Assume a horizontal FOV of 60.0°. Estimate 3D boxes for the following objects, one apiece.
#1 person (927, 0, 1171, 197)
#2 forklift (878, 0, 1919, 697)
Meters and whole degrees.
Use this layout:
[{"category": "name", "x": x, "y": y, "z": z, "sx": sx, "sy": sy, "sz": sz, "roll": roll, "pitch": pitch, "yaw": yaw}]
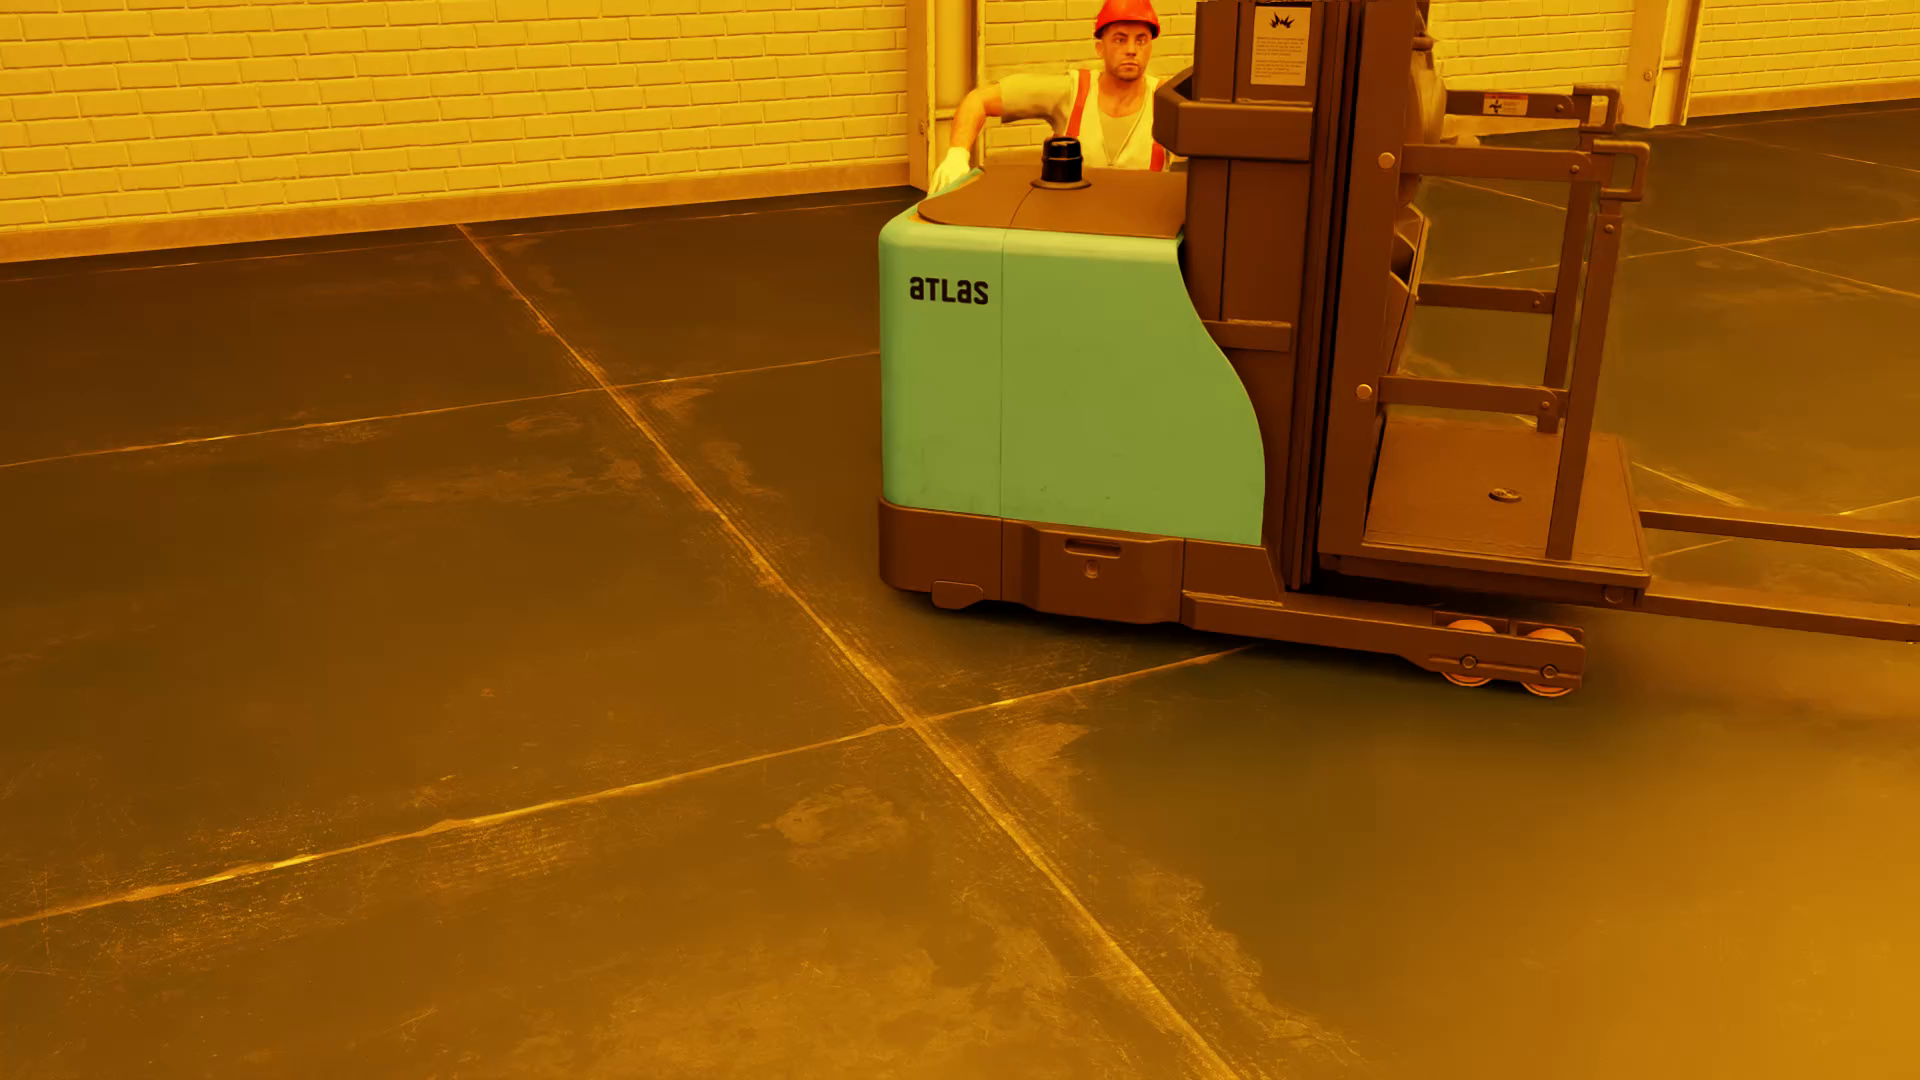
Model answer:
[{"category": "person", "x": 0.465, "y": -0.898, "z": 5.249, "sx": 1.136, "sy": 1.564, "sz": 0.863, "roll": -1, "pitch": 23, "yaw": -3}, {"category": "forklift", "x": 1.349, "y": -1.189, "z": 4.148, "sx": 3.031, "sy": 2.935, "sz": 1.130, "roll": 6, "pitch": 23, "yaw": 15}]
